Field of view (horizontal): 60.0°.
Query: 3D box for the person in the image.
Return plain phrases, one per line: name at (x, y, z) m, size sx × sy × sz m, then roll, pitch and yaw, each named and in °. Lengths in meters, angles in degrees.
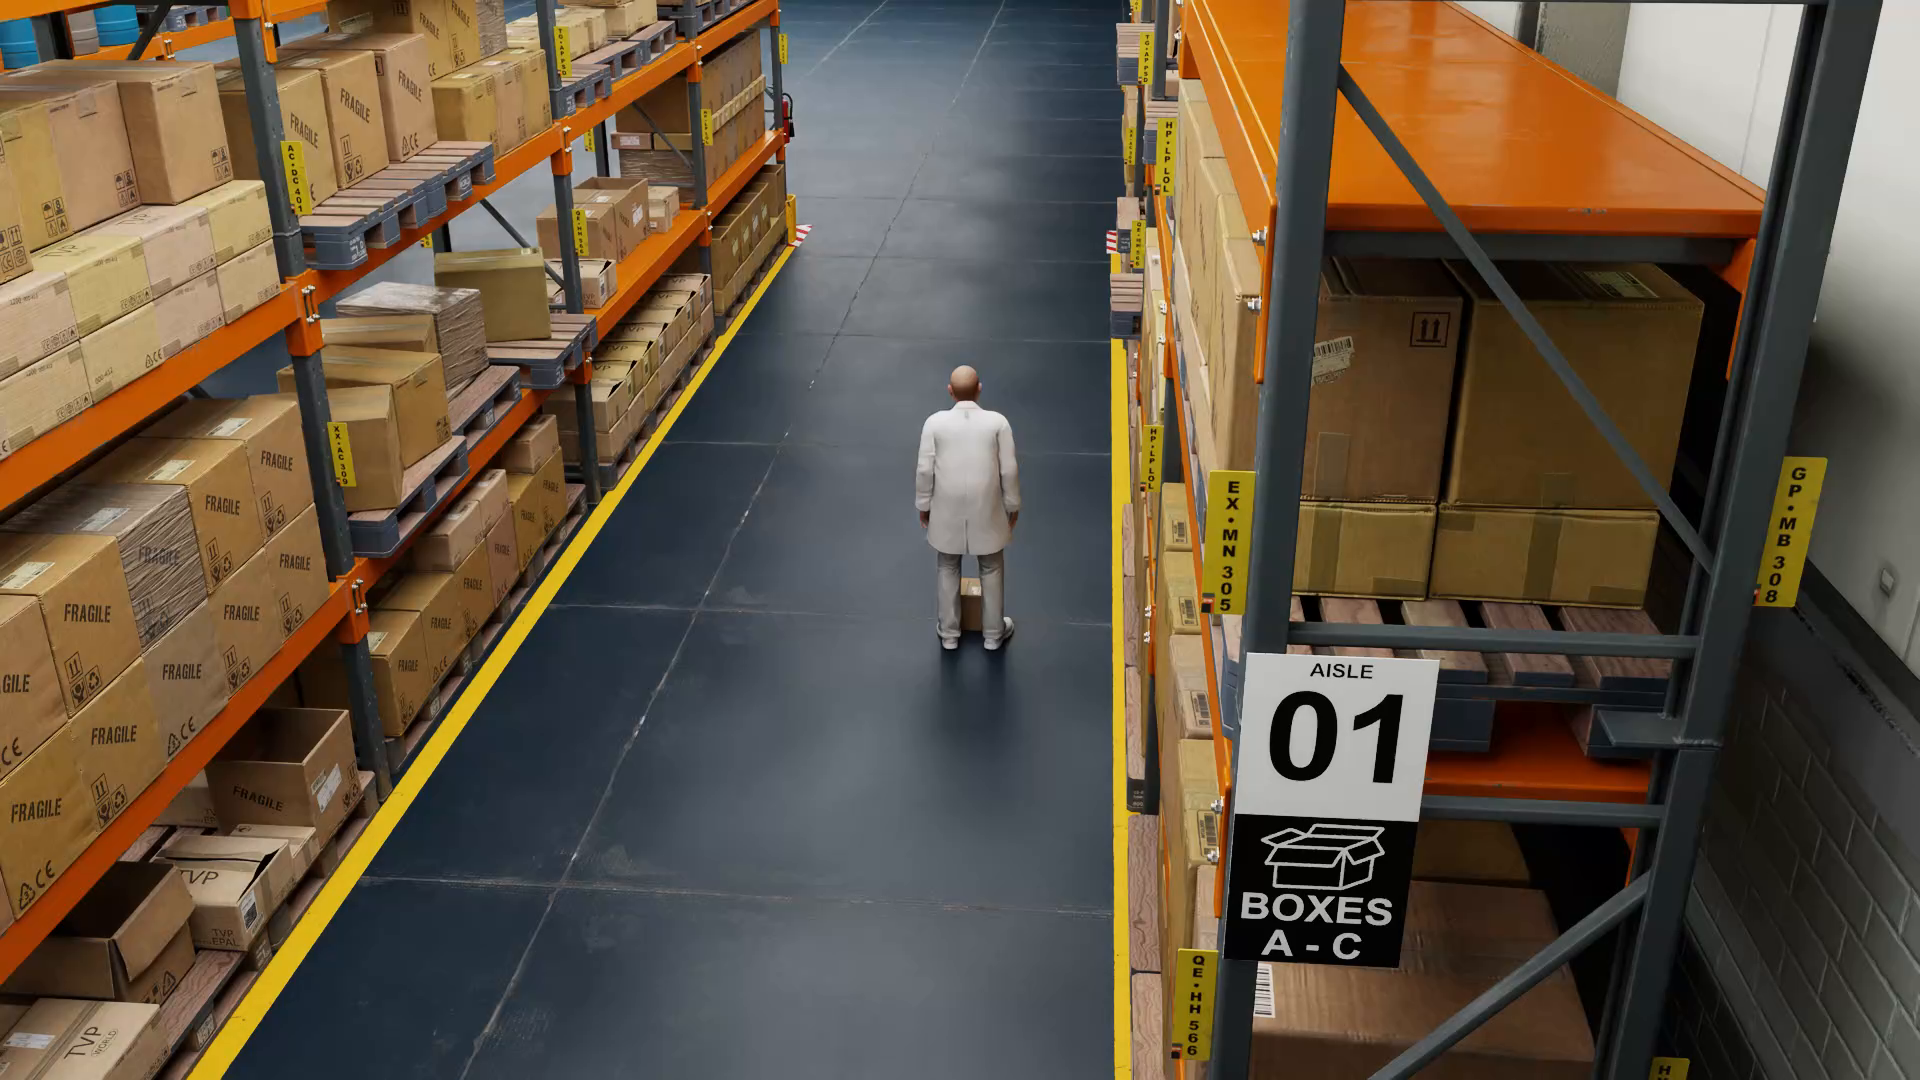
person at (0.050, -0.186, 10.037) m, size 0.644 × 1.773 × 0.425 m, roll 1°, pitch 24°, yaw 2°
